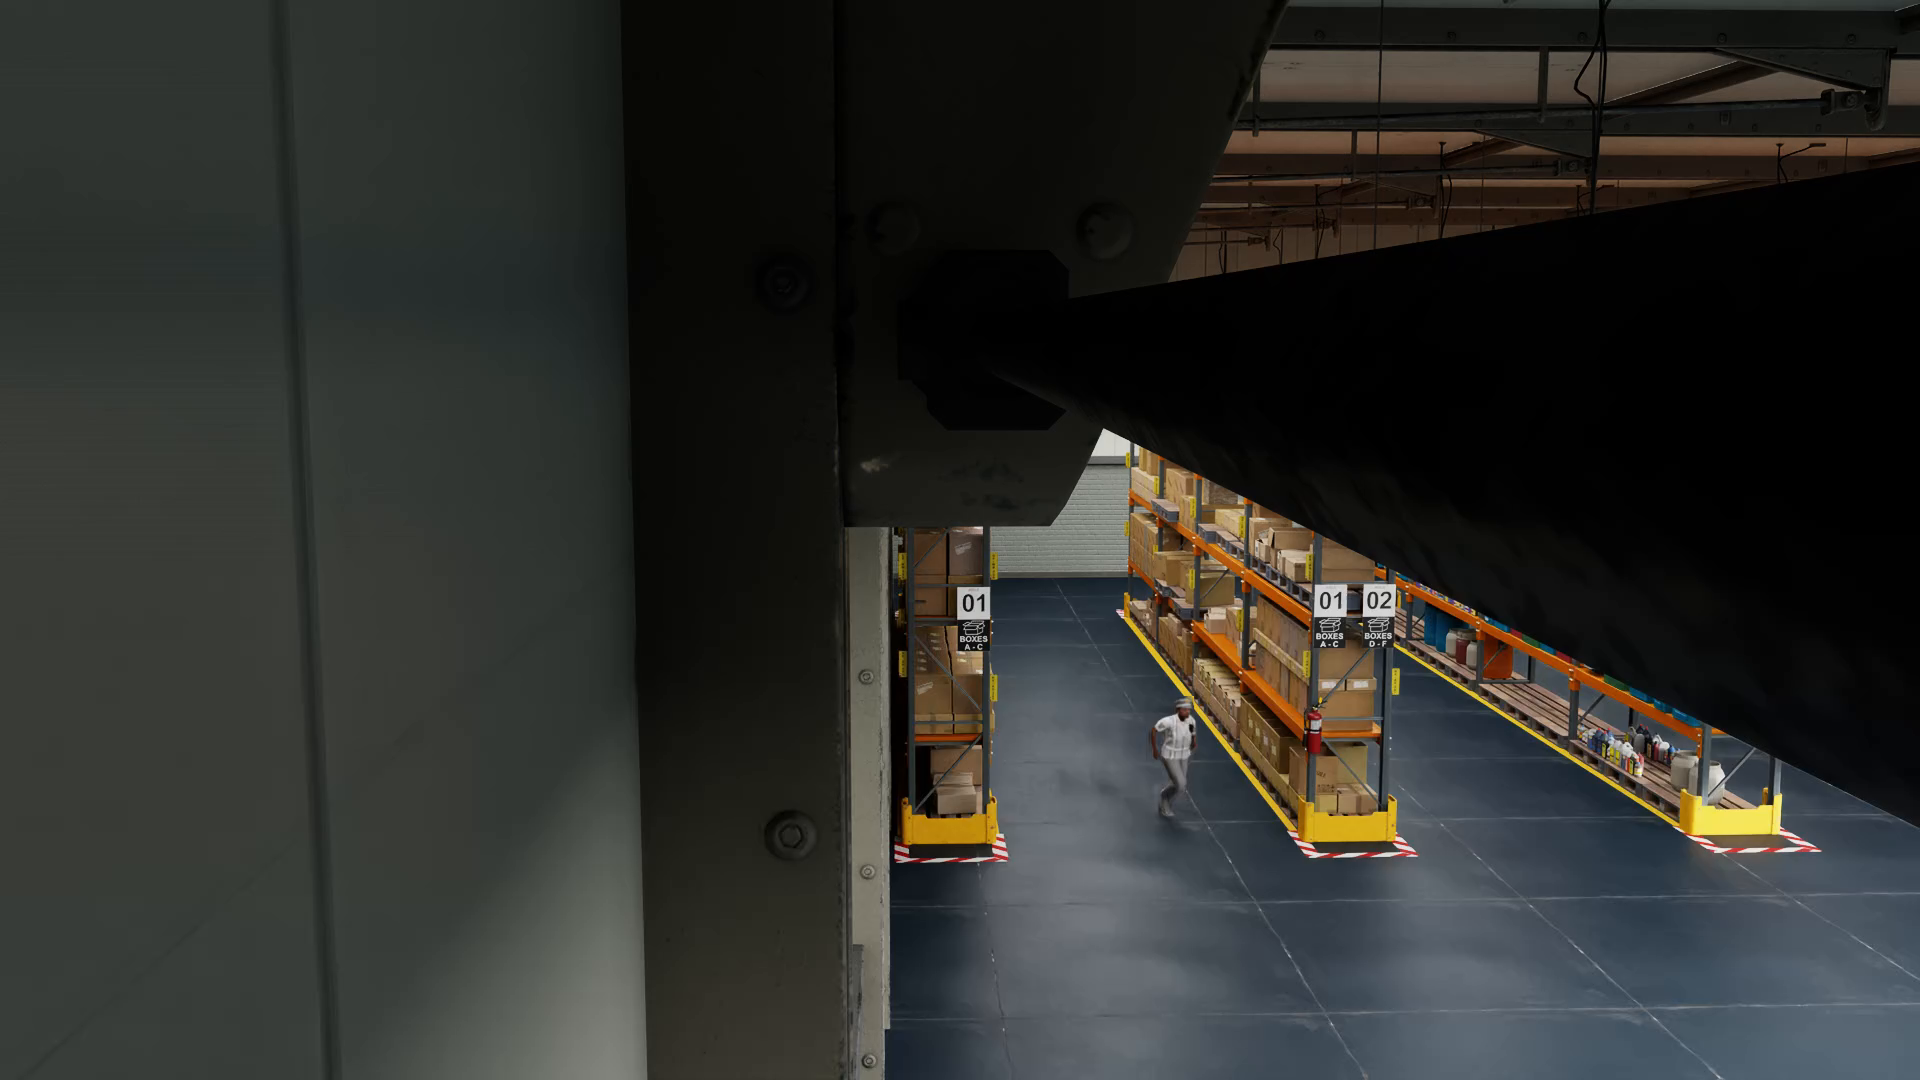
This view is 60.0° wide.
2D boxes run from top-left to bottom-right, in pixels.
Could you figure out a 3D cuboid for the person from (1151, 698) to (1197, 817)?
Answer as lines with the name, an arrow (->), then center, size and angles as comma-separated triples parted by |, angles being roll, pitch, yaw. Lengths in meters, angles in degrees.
person -> 2.787, 2.787, 21.316 | 0.532, 1.613, 0.698 | -4, 8, -30
